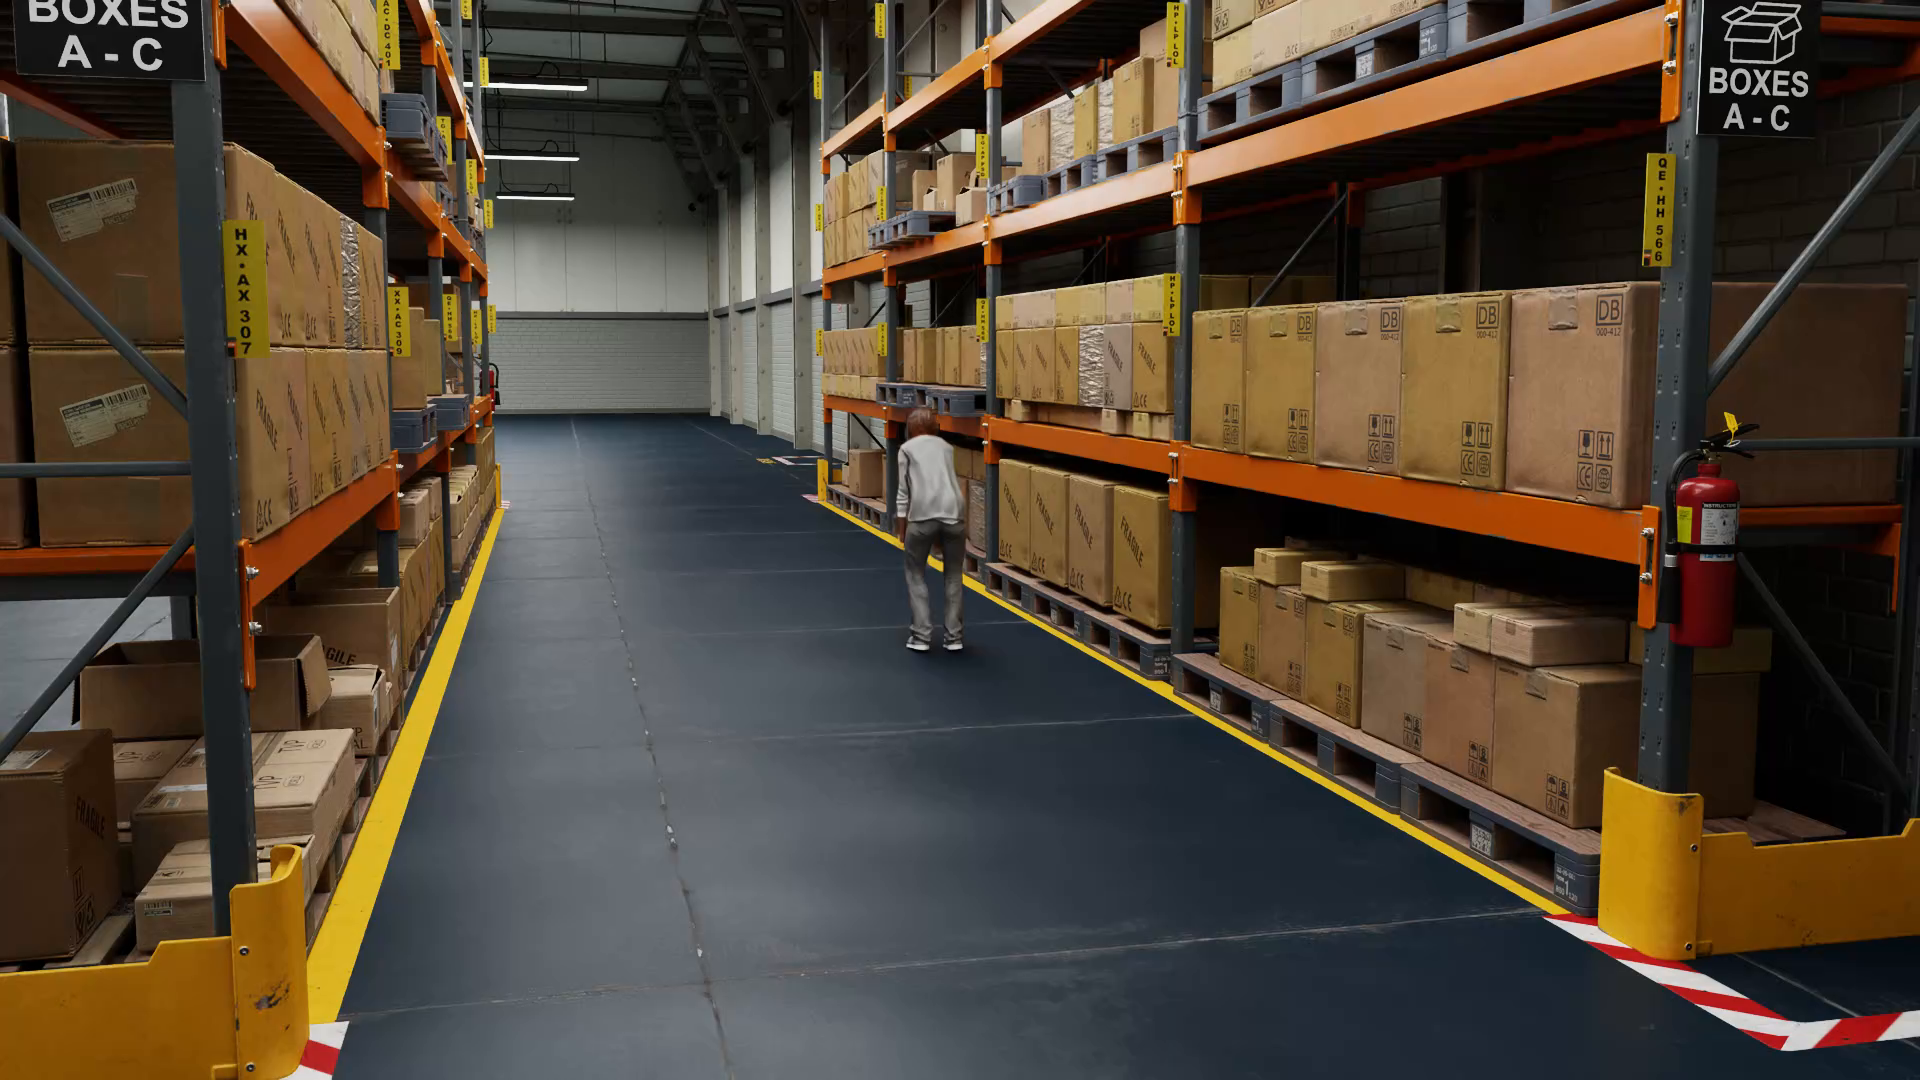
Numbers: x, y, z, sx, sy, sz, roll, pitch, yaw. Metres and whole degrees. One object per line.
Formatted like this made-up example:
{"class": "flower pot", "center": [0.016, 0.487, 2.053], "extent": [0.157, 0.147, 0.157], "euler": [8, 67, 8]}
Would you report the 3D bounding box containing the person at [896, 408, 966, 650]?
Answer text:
{"class": "person", "center": [-0.178, -0.059, 10.123], "extent": [0.379, 1.444, 0.645], "euler": [-2, 7, -14]}
